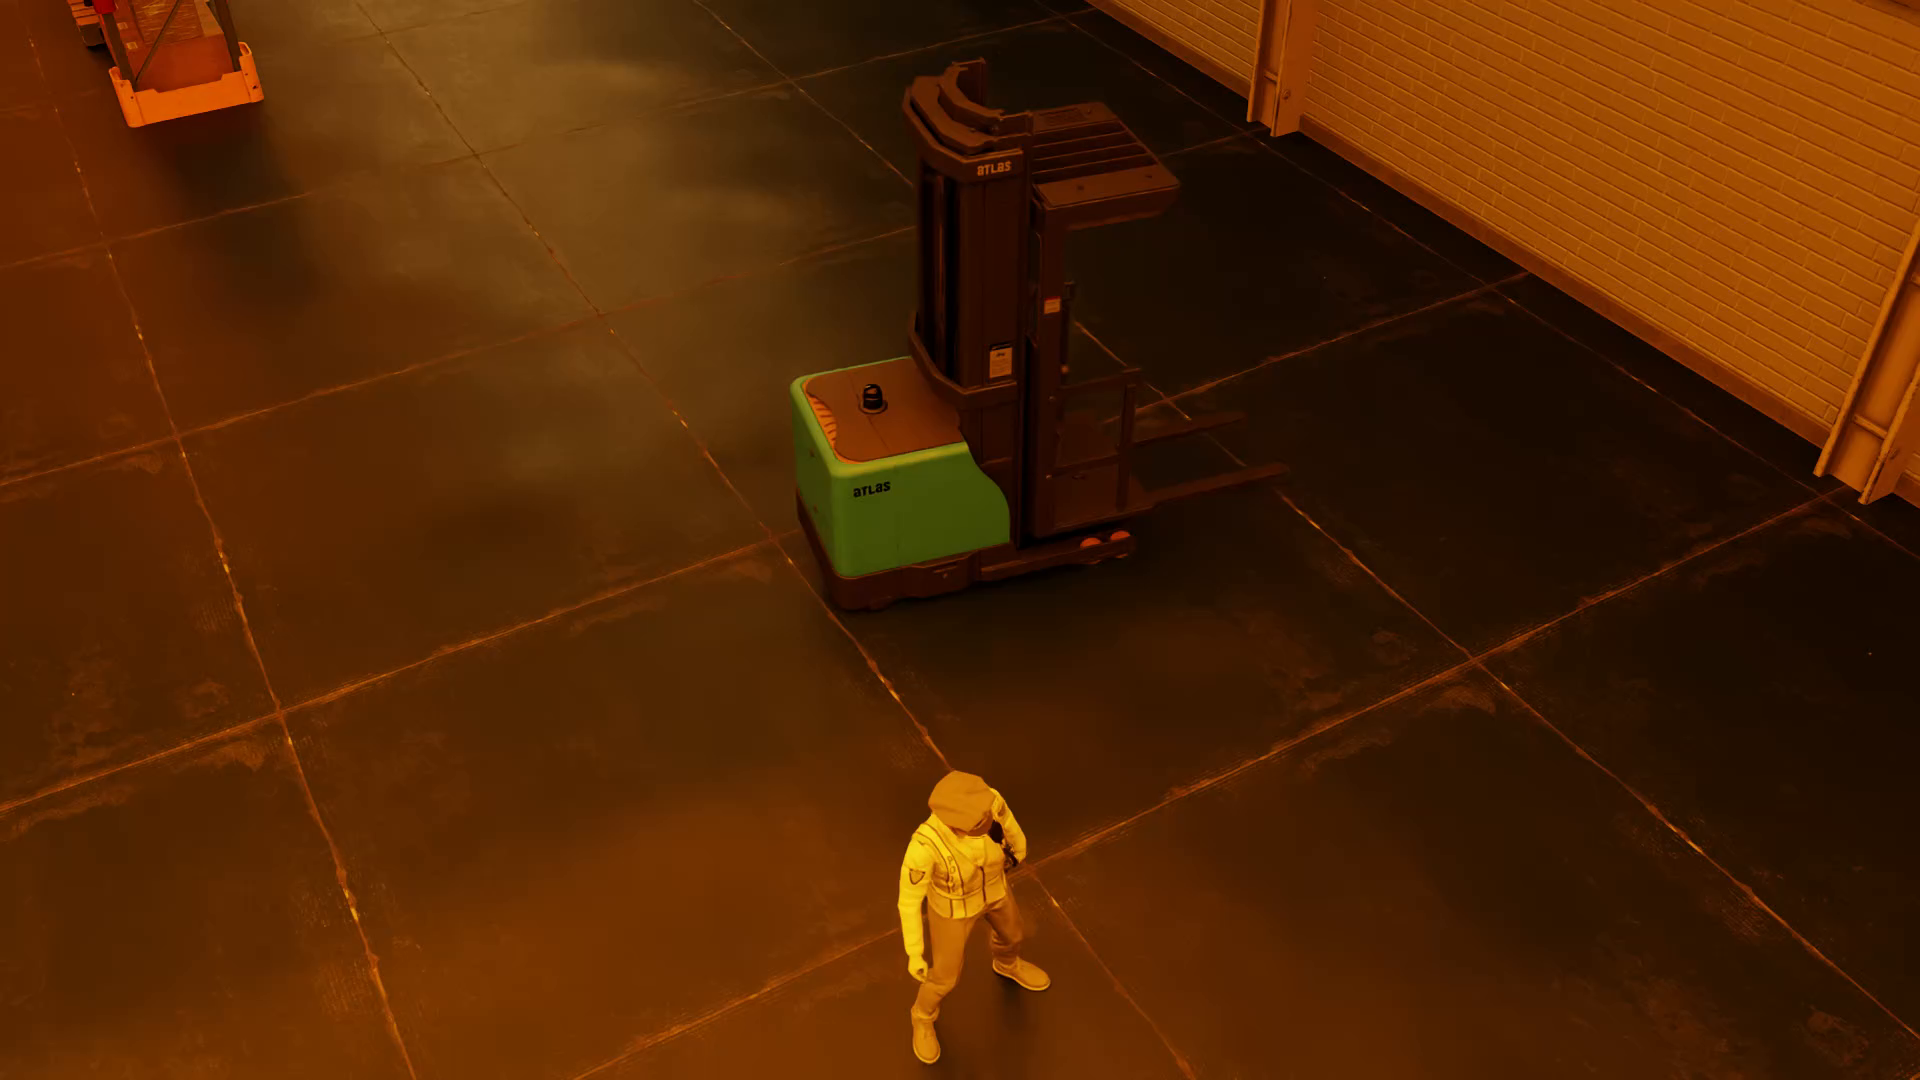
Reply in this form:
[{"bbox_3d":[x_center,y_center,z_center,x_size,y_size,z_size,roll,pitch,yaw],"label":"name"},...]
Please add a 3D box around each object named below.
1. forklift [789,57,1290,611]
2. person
[{"bbox_3d":[0.552,-1.283,9.583,3.031,2.935,1.130,-13,41,-15],"label":"forklift"},{"bbox_3d":[0.048,1.562,7.176,0.814,1.637,0.371,-26,46,-28],"label":"person"}]
